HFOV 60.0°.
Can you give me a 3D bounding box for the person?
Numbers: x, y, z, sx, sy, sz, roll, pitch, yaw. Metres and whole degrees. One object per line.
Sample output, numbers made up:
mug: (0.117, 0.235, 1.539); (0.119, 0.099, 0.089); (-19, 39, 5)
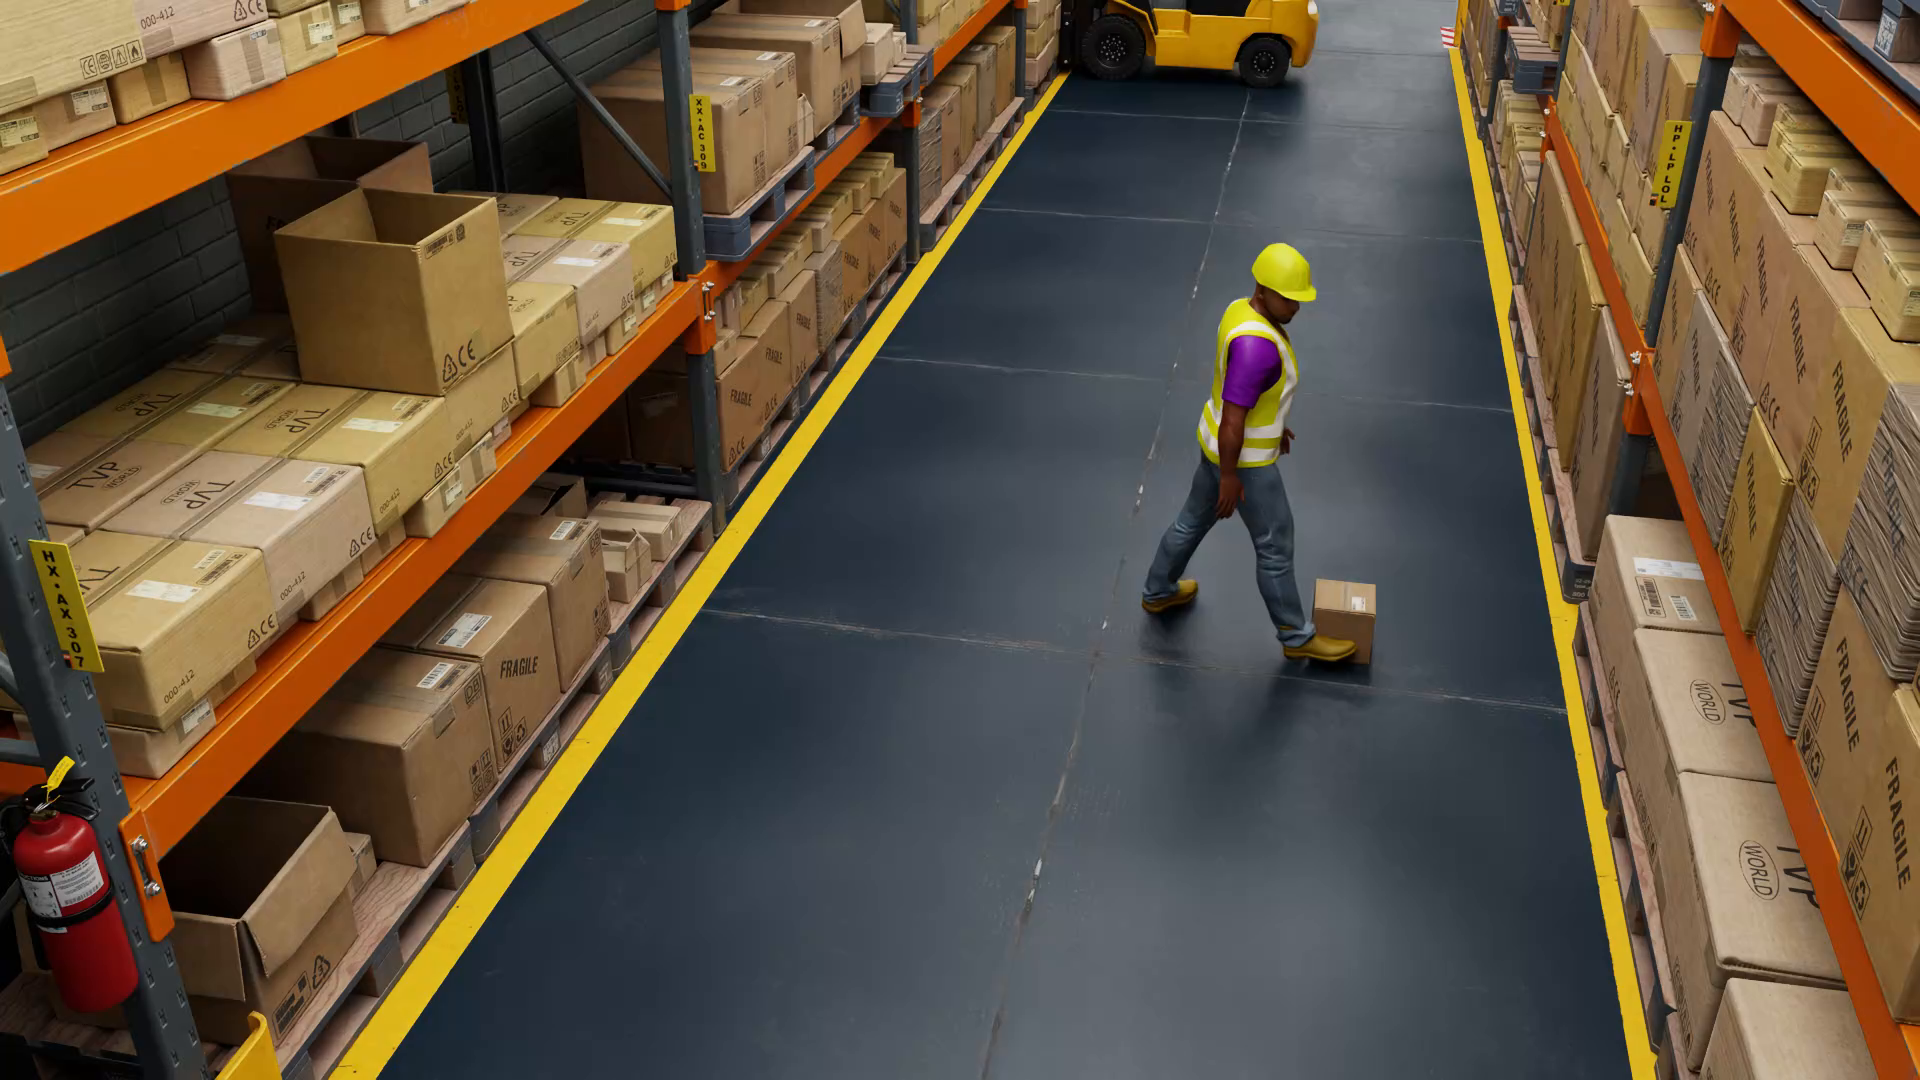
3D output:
person: (1.222, -0.375, 6.772); (0.844, 1.731, 0.675); (-1, 29, -2)
